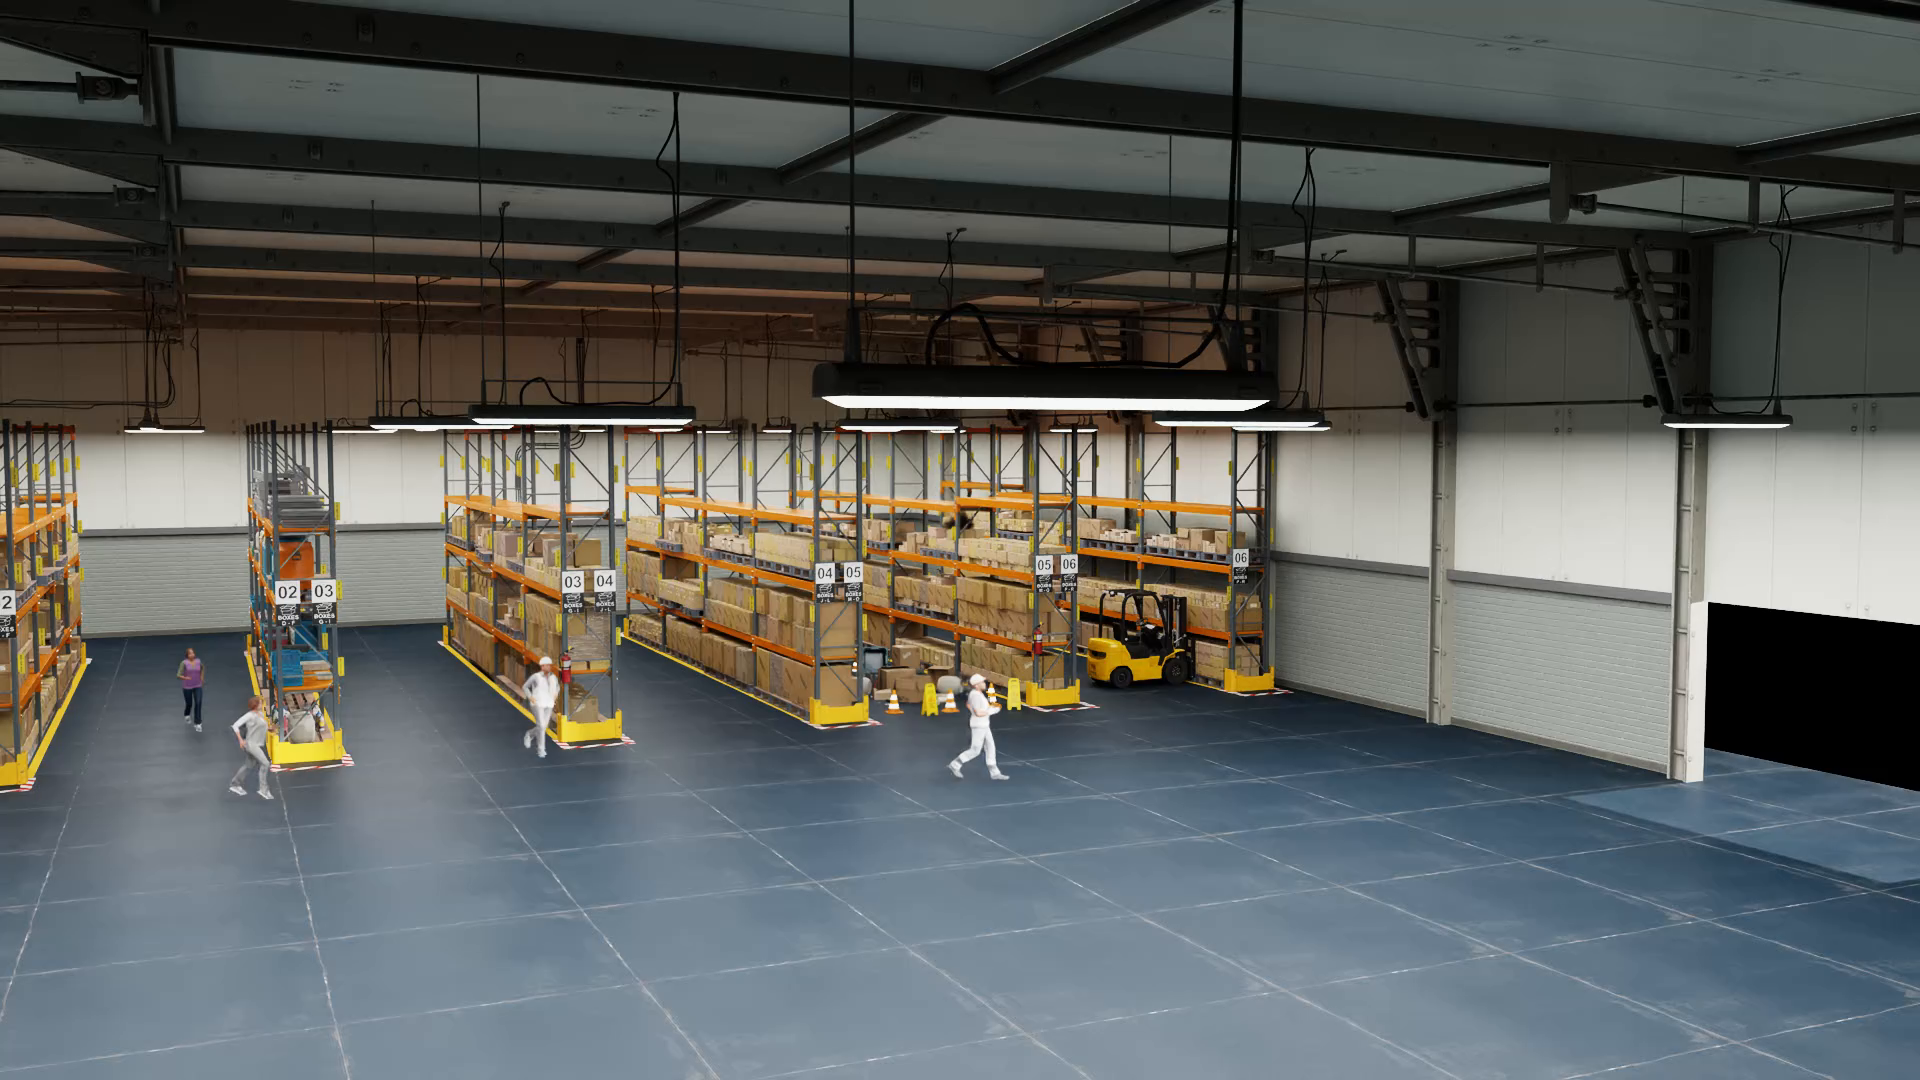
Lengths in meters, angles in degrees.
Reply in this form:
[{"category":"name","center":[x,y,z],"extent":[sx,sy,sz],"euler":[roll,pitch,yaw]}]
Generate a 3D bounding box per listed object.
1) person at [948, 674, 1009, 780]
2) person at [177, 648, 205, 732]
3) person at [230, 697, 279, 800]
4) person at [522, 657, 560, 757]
[{"category":"person","center":[0.313,3.092,27.441],"extent":[0.998,1.765,0.668],"euler":[1,4,8]},{"category":"person","center":[-14.970,2.891,32.407],"extent":[0.538,1.605,0.877],"euler":[-3,4,-37]},{"category":"person","center":[-11.117,3.279,26.170],"extent":[0.801,1.643,0.502],"euler":[0,4,-3]},{"category":"person","center":[-7.543,2.987,30.063],"extent":[0.850,1.742,0.702],"euler":[3,5,43]}]
